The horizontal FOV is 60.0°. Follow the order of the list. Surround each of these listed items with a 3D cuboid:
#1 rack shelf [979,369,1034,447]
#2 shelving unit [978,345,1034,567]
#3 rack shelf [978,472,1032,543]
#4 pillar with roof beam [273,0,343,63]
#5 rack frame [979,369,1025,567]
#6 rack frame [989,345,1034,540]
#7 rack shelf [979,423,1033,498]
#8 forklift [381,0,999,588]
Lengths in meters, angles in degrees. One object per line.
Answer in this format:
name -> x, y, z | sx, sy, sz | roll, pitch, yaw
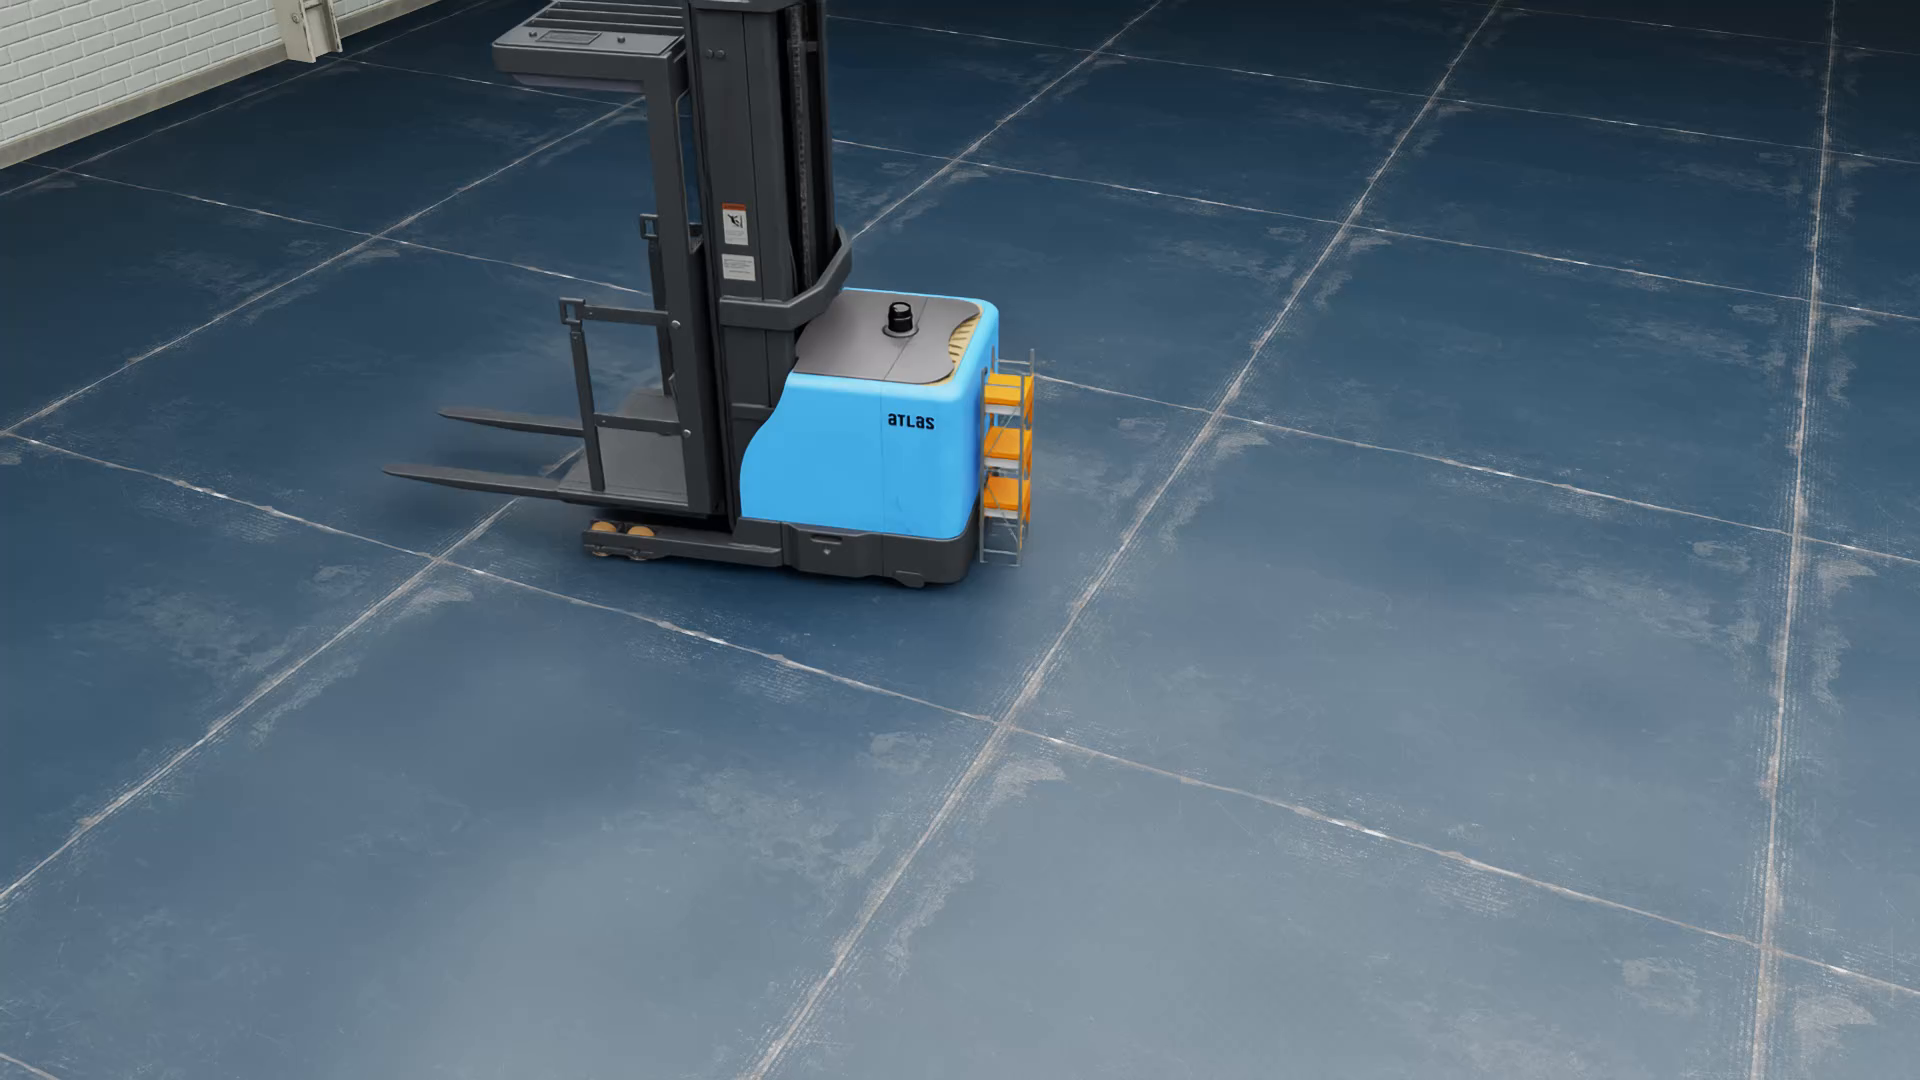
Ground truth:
rack shelf -> 0.218, -0.614, 7.731 | 0.215, 0.259, 0.240 | 7, 34, 10
shelving unit -> 0.218, -0.386, 7.881 | 0.215, 1.050, 0.252 | 7, 34, 10
rack shelf -> 0.218, -0.144, 8.039 | 0.215, 0.259, 0.240 | 7, 34, 10
pillar with roof beam -> -1.864, -7.118, 10.898 | 9.100, 9.000, 0.400 | 14, 36, 20
rack frame -> 0.193, -0.320, 7.781 | 0.200, 1.050, 0.008 | 7, 34, 10
rack frame -> 0.243, -0.451, 7.980 | 0.200, 1.050, 0.008 | 7, 34, 10
rack shelf -> 0.218, -0.377, 7.886 | 0.215, 0.259, 0.240 | 7, 34, 10
forklift -> -1.369, -1.400, 7.712 | 3.031, 2.935, 1.130 | 6, 34, 10
